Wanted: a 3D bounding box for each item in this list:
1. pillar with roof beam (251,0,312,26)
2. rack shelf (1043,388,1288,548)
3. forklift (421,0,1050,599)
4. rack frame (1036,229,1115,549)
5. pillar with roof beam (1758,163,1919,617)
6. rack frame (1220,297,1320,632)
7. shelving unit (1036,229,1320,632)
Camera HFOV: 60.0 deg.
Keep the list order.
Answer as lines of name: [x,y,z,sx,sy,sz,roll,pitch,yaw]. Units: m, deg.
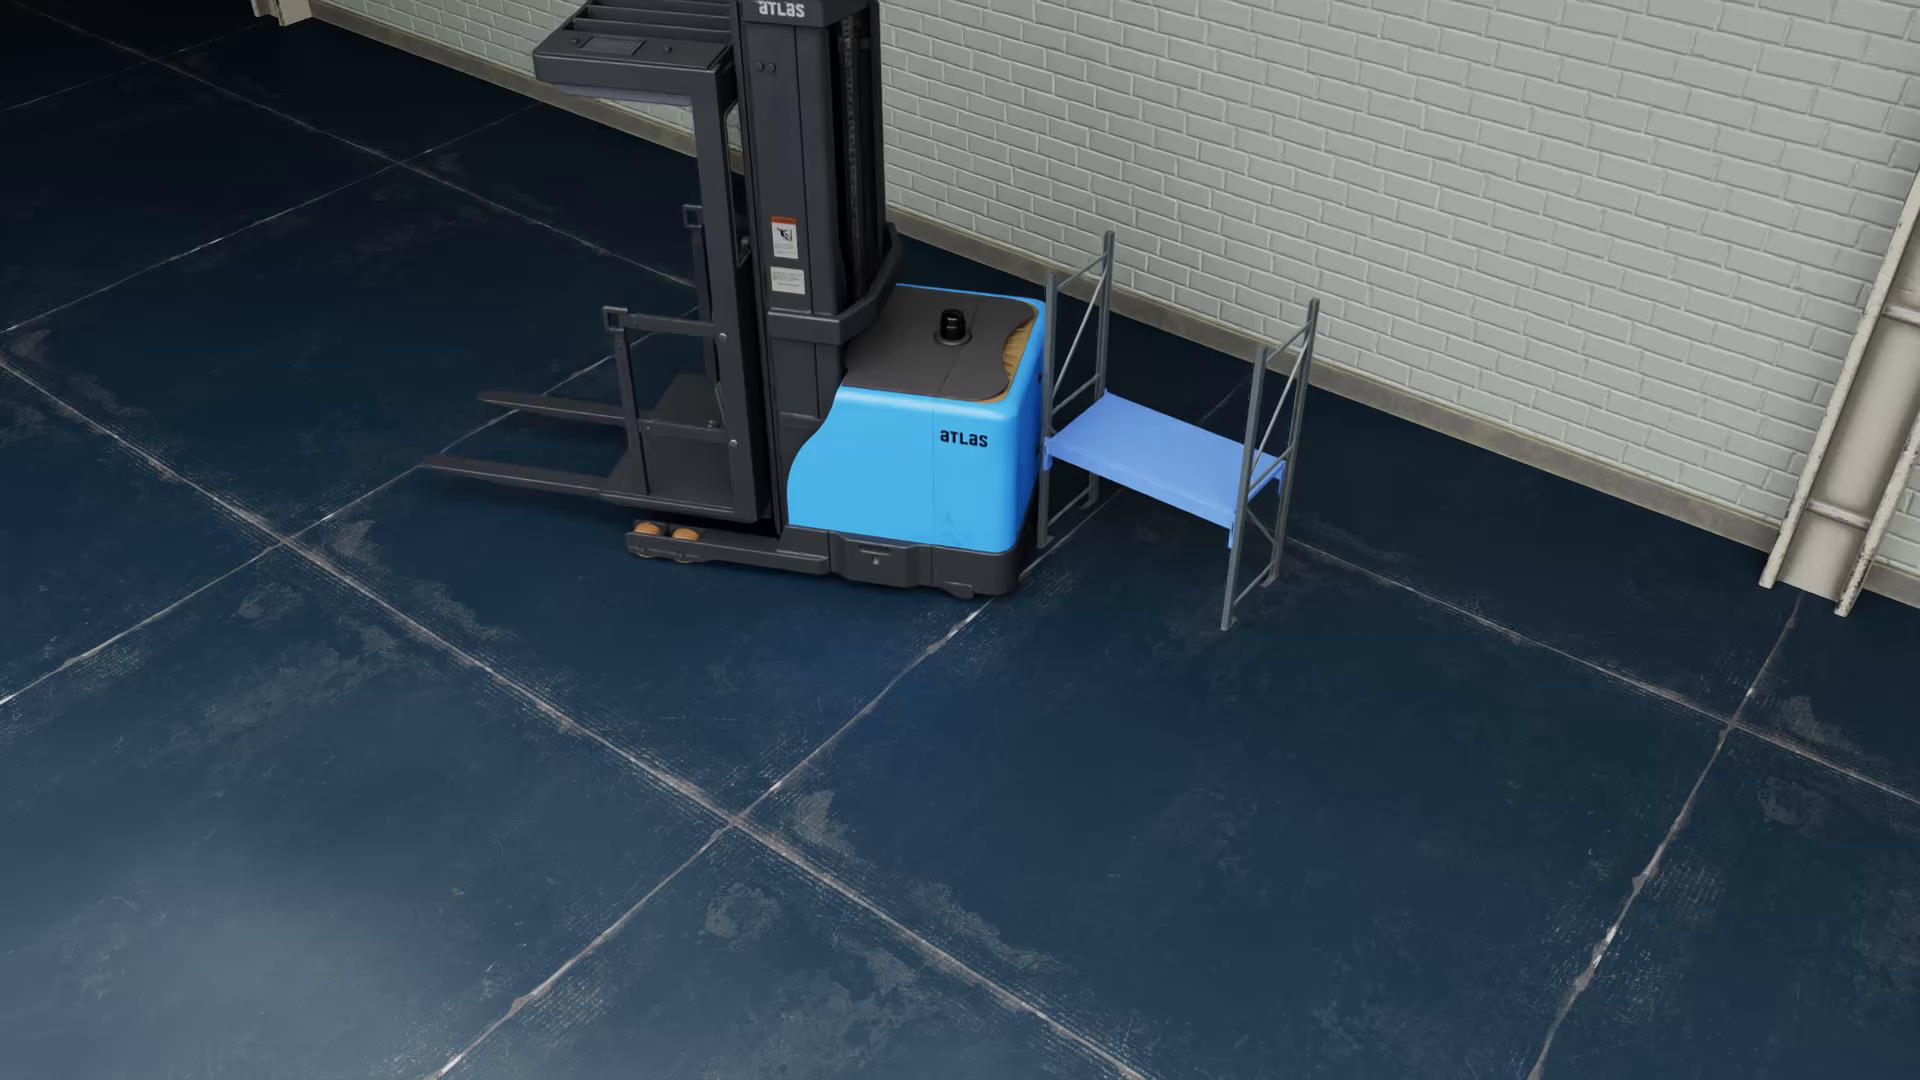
pillar with roof beam: [-8.131,-5.722,8.120,0.400,9.000,9.100,25,45,29]
rack shelf: [0.941,-0.345,7.627,1.000,0.185,0.538,25,44,28]
forklift: [-1.120,-1.351,7.459,3.031,2.935,1.130,8,39,10]
rack frame: [0.532,-0.674,7.754,0.032,1.500,0.500,25,44,28]
pillar with roof beam: [1.401,-1.228,2.380,0.400,9.000,9.100,25,45,29]
rack frame: [1.349,-0.300,7.278,0.032,1.500,0.500,25,44,28]
shelving unit: [0.941,-0.487,7.516,1.048,1.500,0.538,25,44,28]
